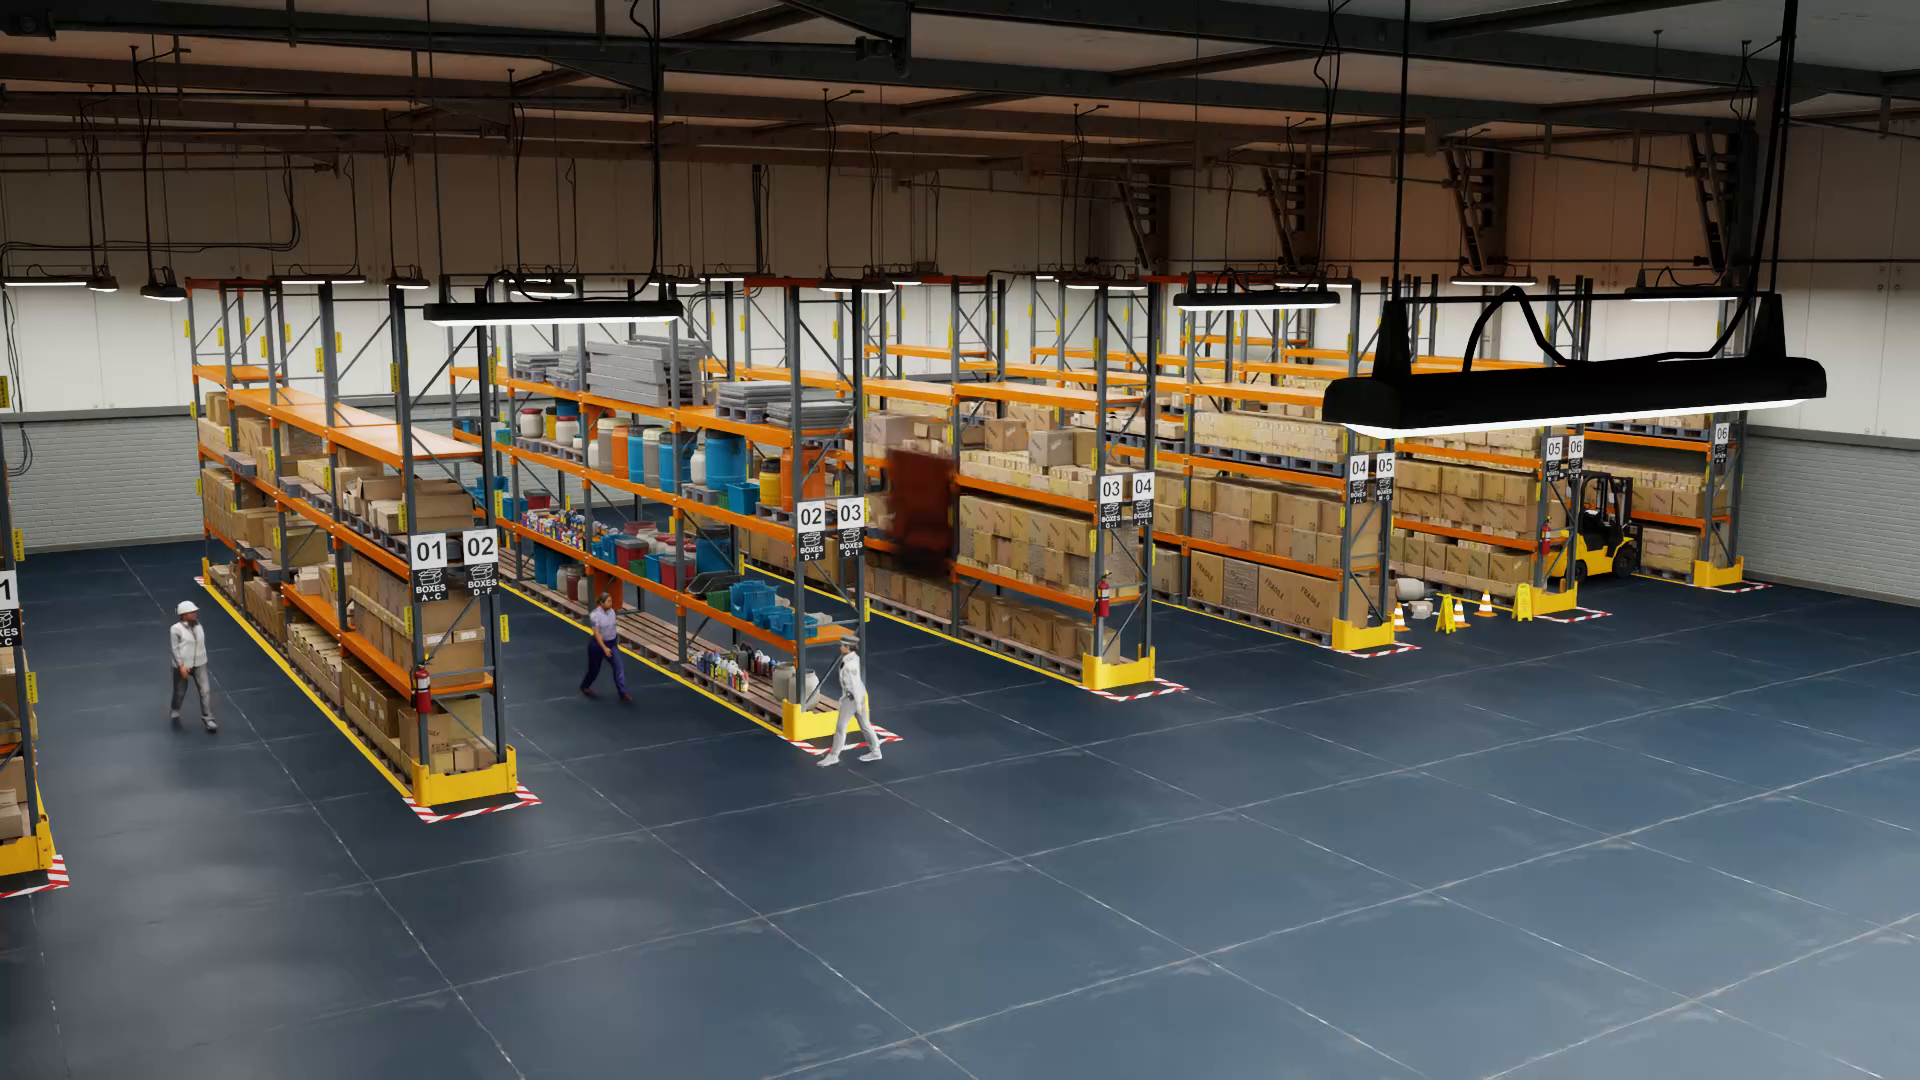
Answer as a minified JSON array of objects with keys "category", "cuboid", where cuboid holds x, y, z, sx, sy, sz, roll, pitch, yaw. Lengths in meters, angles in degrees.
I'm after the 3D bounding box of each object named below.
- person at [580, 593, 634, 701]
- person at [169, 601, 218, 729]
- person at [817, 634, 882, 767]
[{"category":"person","cuboid":[-5.126,1.532,24.130,1.095,1.560,0.468,9,13,42]},{"category":"person","cuboid":[-10.511,1.692,22.664,0.487,1.734,1.017,-9,13,-41]},{"category":"person","cuboid":[-1.398,2.008,21.063,0.799,1.655,0.519,1,10,5]}]
